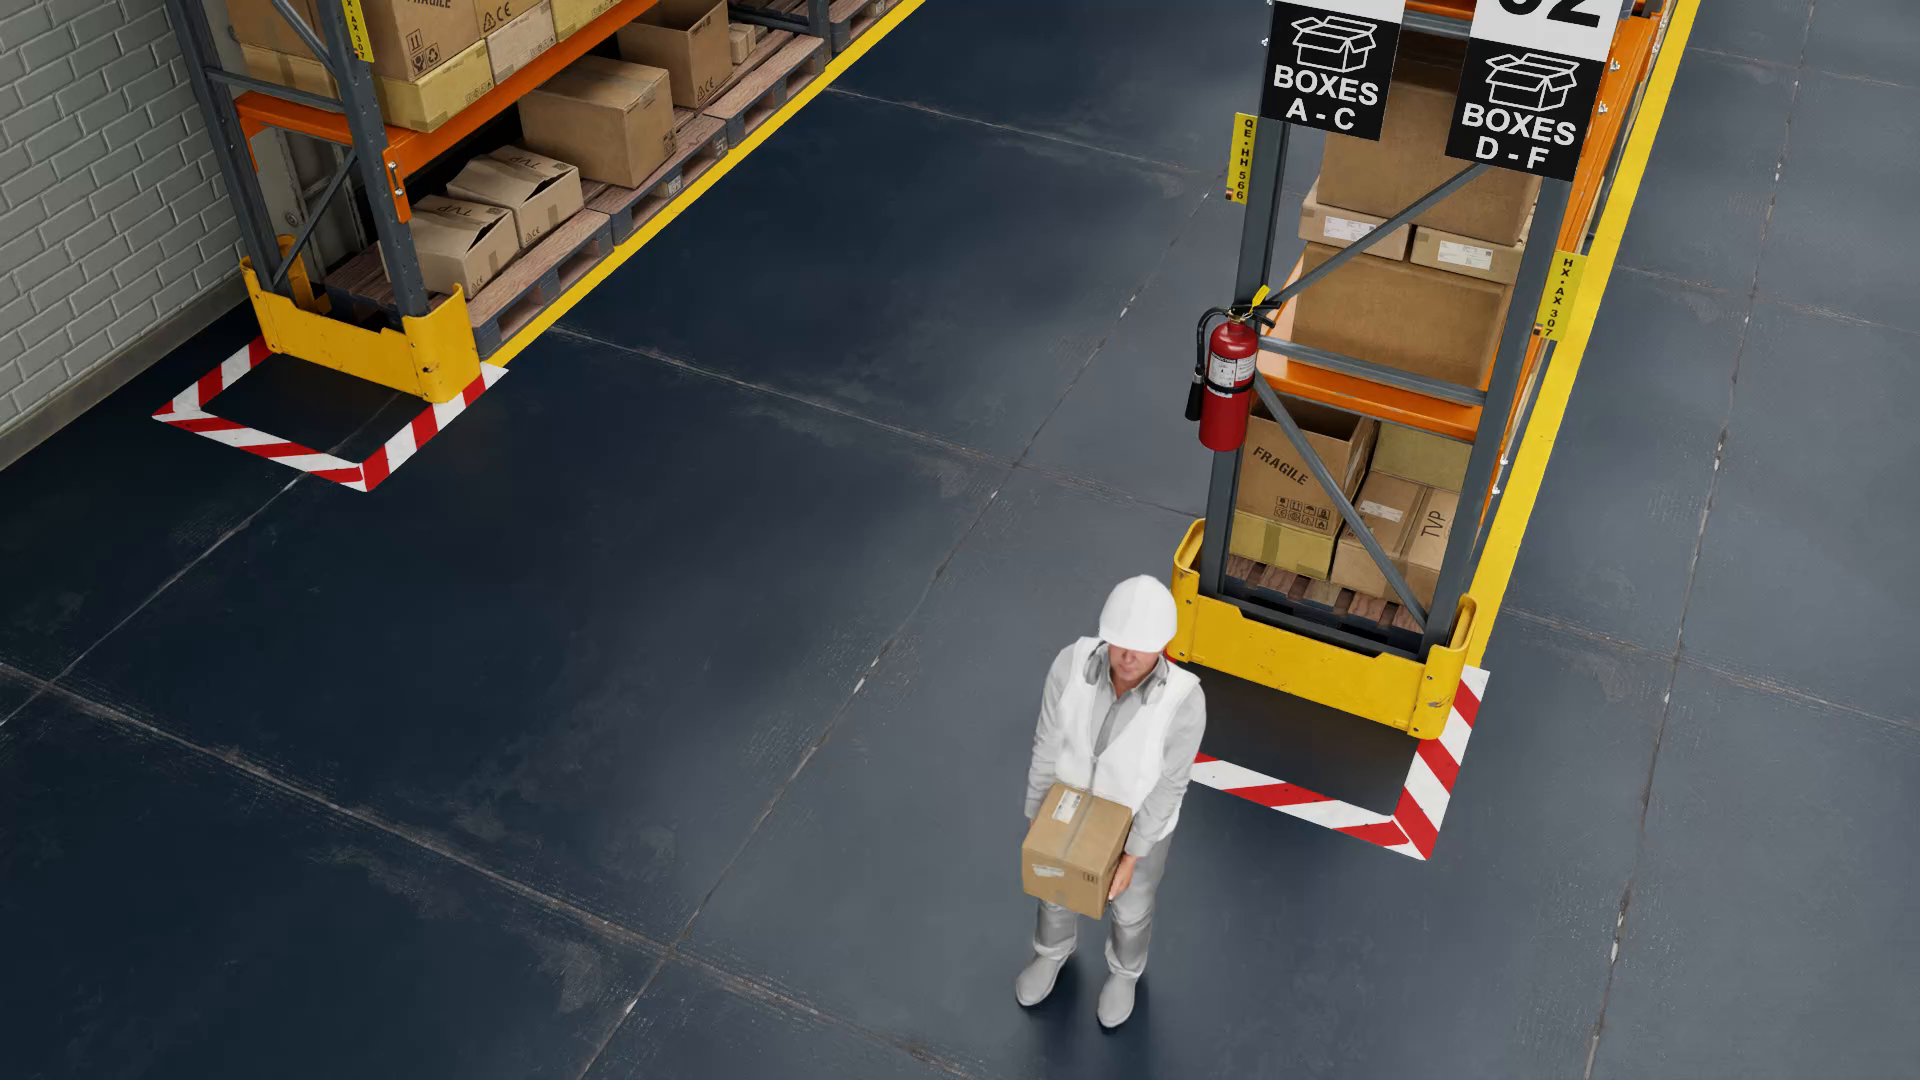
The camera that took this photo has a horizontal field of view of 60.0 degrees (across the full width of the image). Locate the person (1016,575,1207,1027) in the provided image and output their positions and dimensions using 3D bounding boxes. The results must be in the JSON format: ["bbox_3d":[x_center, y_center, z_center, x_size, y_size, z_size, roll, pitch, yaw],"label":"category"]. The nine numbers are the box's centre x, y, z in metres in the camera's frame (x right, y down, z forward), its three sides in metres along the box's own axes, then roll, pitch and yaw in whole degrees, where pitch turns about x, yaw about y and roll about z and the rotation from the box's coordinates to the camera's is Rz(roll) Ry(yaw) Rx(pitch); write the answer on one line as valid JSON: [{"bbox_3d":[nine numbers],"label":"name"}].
[{"bbox_3d":[0.440,0.886,5.145,0.501,1.774,0.548,17,44,18],"label":"person"}]
